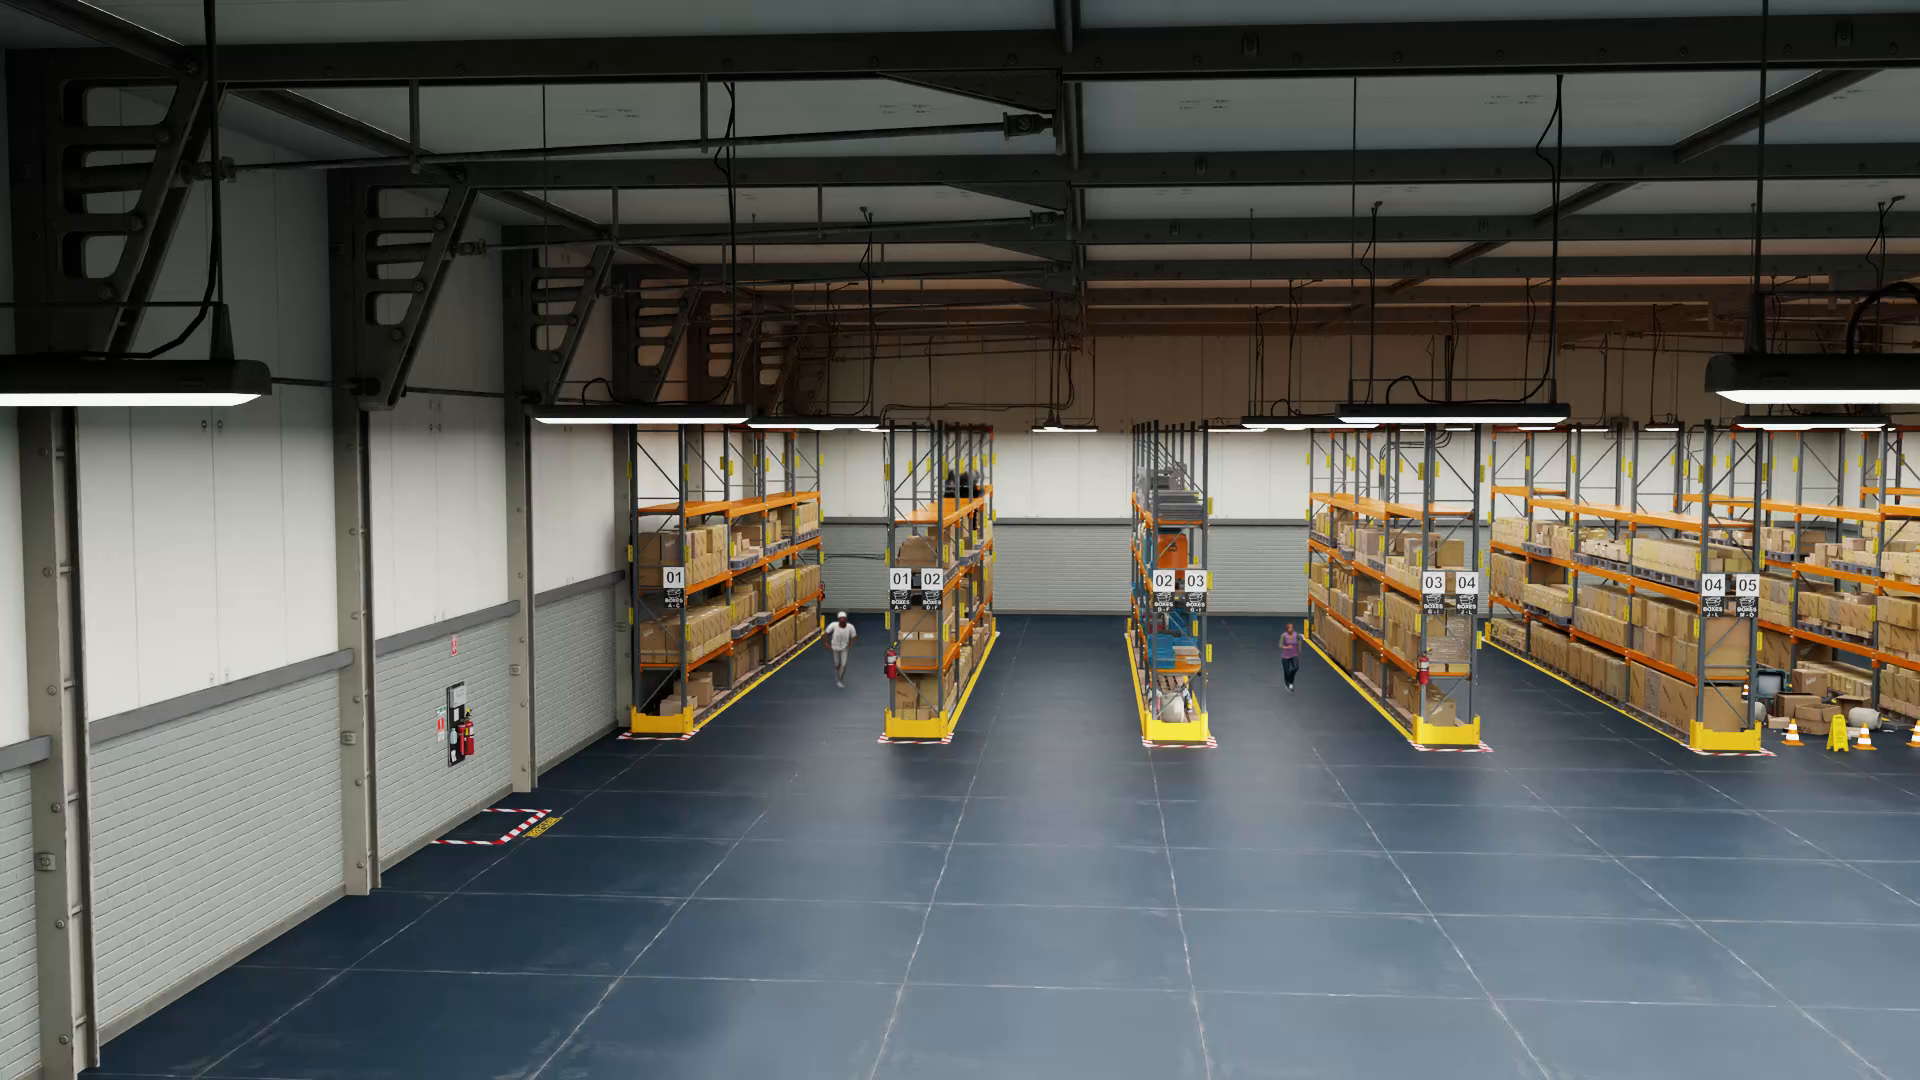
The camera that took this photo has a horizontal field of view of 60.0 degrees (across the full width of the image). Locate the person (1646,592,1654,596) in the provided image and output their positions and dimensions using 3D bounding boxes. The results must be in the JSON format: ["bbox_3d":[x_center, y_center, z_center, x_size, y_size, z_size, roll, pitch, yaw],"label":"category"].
[{"bbox_3d":[17.153,2.209,41.445,0.665,1.850,0.776,0,4,-4],"label":"person"}]

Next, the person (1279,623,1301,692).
[{"bbox_3d":[7.299,2.592,36.730,0.566,1.552,0.741,0,4,-4],"label":"person"}]

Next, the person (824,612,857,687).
[{"bbox_3d":[-2.727,2.485,37.944,0.741,1.717,0.698,0,4,-6],"label":"person"}]
